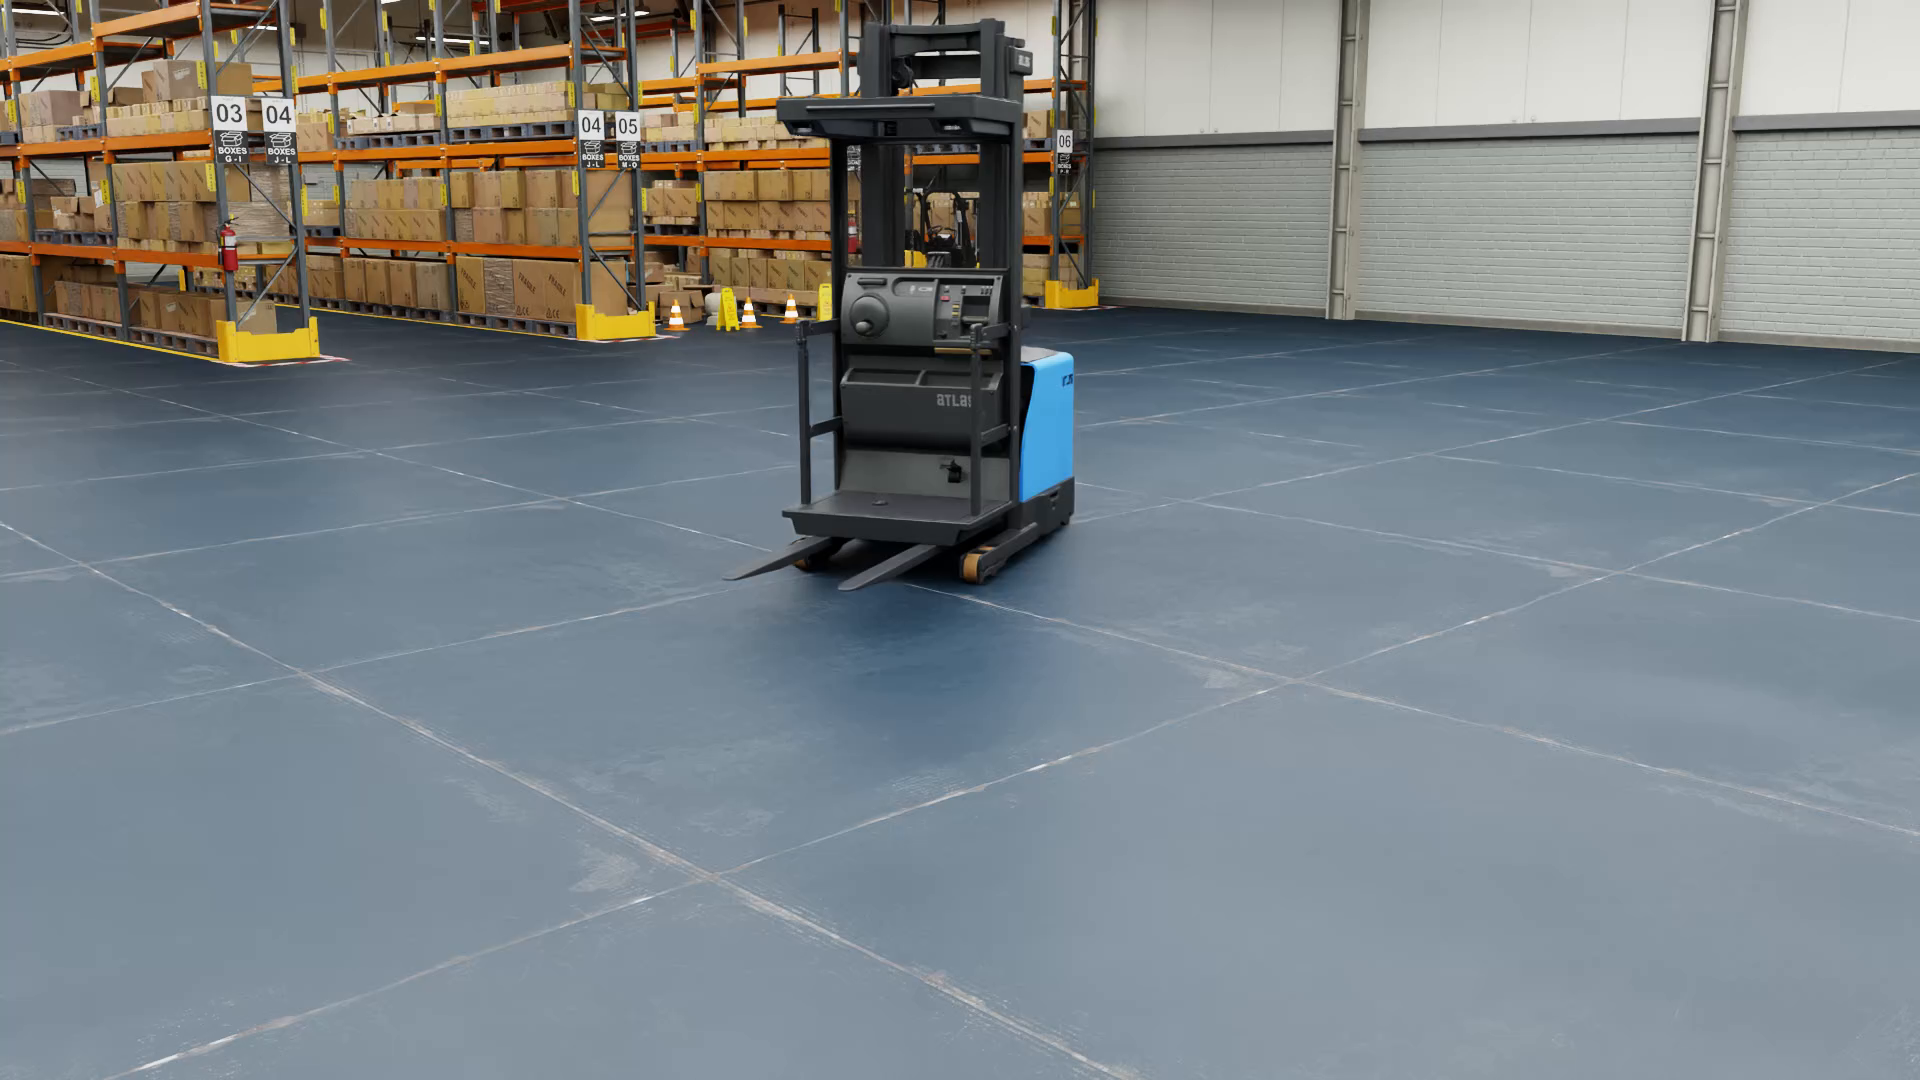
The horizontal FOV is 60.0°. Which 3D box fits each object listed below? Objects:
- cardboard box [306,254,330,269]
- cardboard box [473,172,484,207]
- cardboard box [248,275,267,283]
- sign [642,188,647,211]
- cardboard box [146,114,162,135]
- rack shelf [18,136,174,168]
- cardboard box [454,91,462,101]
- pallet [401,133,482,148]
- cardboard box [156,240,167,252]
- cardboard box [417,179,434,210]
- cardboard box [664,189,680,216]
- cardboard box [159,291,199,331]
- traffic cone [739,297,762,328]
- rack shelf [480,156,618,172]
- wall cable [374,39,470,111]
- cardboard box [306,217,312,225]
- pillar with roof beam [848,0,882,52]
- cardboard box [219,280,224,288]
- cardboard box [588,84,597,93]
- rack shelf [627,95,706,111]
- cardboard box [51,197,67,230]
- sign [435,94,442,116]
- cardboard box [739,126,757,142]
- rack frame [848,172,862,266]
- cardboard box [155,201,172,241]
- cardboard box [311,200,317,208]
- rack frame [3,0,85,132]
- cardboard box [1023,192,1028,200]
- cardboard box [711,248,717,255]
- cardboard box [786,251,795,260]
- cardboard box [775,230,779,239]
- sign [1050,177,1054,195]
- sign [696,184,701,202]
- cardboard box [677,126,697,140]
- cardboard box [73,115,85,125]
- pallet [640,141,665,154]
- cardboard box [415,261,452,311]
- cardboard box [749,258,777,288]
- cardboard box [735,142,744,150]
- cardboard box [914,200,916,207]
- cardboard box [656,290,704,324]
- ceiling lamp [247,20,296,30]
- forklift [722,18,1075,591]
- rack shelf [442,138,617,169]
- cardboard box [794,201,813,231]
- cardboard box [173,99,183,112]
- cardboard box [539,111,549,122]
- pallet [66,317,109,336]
[{"bbox_3d":[-11.909,-5.159,30.816,0.500,0.250,0.500,-10,16,-41],"label":"cardboard box"},{"bbox_3d":[-7.094,-5.495,26.101,0.875,0.550,0.550,-11,16,-43],"label":"cardboard box"},{"bbox_3d":[-13.760,-5.139,32.711,0.380,0.149,0.250,-10,16,-41],"label":"cardboard box"},{"bbox_3d":[-4.620,-4.971,24.263,0.100,0.325,0.005,-11,16,-43],"label":"sign"},{"bbox_3d":[-10.245,-5.407,21.659,0.500,0.250,0.500,-11,16,-44],"label":"cardboard box"},{"bbox_3d":[-12.826,-5.747,24.724,1.077,0.370,4.000,-11,16,-43],"label":"rack shelf"},{"bbox_3d":[-7.605,-6.869,25.742,0.380,0.149,0.250,-11,16,-43],"label":"cardboard box"},{"bbox_3d":[-8.457,-6.518,27.153,1.217,0.209,0.805,11,16,43],"label":"pallet"},{"bbox_3d":[-10.469,-3.925,22.153,0.380,0.149,0.250,-11,16,-43],"label":"cardboard box"},{"bbox_3d":[-8.492,-5.700,27.420,0.700,0.500,0.500,-11,16,-43],"label":"cardboard box"},{"bbox_3d":[-5.106,-6.228,30.680,0.500,0.500,0.500,-11,16,-42],"label":"cardboard box"},{"bbox_3d":[-10.797,-3.174,23.036,0.500,0.500,0.500,-5,13,-25],"label":"cardboard box"},{"bbox_3d":[-3.313,-3.572,26.103,0.336,0.463,0.334,-11,16,-43],"label":"traffic cone"},{"bbox_3d":[-8.421,-7.712,34.260,1.077,0.370,4.000,-11,16,-43],"label":"rack shelf"},{"bbox_3d":[-14.110,-11.706,44.335,2.988,3.039,0.133,-11,16,-43],"label":"wall cable"},{"bbox_3d":[-11.572,-5.764,30.035,0.380,0.149,0.250,-11,16,-42],"label":"cardboard box"},{"bbox_3d":[-5.014,-9.269,32.603,9.100,9.000,0.548,-11,16,-43],"label":"pillar with roof beam"},{"bbox_3d":[-14.867,-5.231,33.892,0.380,0.149,0.250,-11,16,-43],"label":"cardboard box"},{"bbox_3d":[-5.198,-6.553,24.207,0.380,0.149,0.250,-11,16,-42],"label":"cardboard box"},{"bbox_3d":[-7.596,-10.456,40.151,1.077,0.370,4.000,-11,16,-43],"label":"rack shelf"},{"bbox_3d":[-13.806,-5.104,25.963,0.500,0.500,0.500,9,15,38],"label":"cardboard box"},{"bbox_3d":[-8.174,-6.815,26.060,0.100,0.325,0.005,-11,16,-43],"label":"sign"},{"bbox_3d":[-3.472,-7.010,28.703,0.500,0.250,0.500,-11,16,-42],"label":"cardboard box"},{"bbox_3d":[-1.515,-5.136,27.407,1.000,3.000,0.127,-11,16,-43],"label":"rack frame"},{"bbox_3d":[-10.126,-4.244,22.090,0.875,0.500,0.500,-11,16,-43],"label":"cardboard box"},{"bbox_3d":[-11.392,-6.018,29.794,0.380,0.149,0.250,-11,16,-43],"label":"cardboard box"},{"bbox_3d":[-14.208,-7.861,25.765,1.000,3.000,0.127,-11,16,-43],"label":"rack frame"},{"bbox_3d":[1.279,-6.430,31.093,0.380,0.149,0.250,-10,16,-41],"label":"cardboard box"},{"bbox_3d":[-5.528,-6.686,38.475,0.380,0.149,0.250,-11,16,-44],"label":"cardboard box"},{"bbox_3d":[-2.731,-4.842,28.287,0.380,0.149,0.250,-11,16,-42],"label":"cardboard box"},{"bbox_3d":[-2.970,-5.263,28.648,0.380,0.149,0.250,-11,16,-43],"label":"cardboard box"},{"bbox_3d":[1.670,-6.438,30.269,0.100,0.325,0.005,-11,16,-43],"label":"sign"},{"bbox_3d":[-4.677,-6.209,29.745,0.100,0.325,0.005,-11,16,-43],"label":"sign"},{"bbox_3d":[-4.786,-7.386,30.226,0.500,0.250,0.500,-11,16,-44],"label":"cardboard box"},{"bbox_3d":[-12.812,-6.159,24.476,0.250,0.166,0.380,11,16,44],"label":"cardboard box"},{"bbox_3d":[-5.345,-7.353,31.198,1.213,0.211,1.003,-11,16,-43],"label":"pallet"},{"bbox_3d":[-8.282,-4.197,27.384,1.050,0.750,0.750,-11,16,-43],"label":"cardboard box"},{"bbox_3d":[-3.331,-4.670,29.059,0.500,0.500,0.500,-10,15,-40],"label":"cardboard box"},{"bbox_3d":[-3.704,-6.877,29.048,0.380,0.149,0.250,-10,15,-41],"label":"cardboard box"},{"bbox_3d":[-1.087,-6.798,33.616,0.380,0.149,0.250,-10,15,-41],"label":"cardboard box"},{"bbox_3d":[-4.559,-3.817,27.190,0.637,0.503,0.797,1,12,6],"label":"cardboard box"},{"bbox_3d":[-16.172,-13.322,37.808,2.000,3.185,0.800,-11,16,-43],"label":"ceiling lamp"},{"bbox_3d":[-0.286,-1.296,8.936,1.130,2.935,3.031,4,12,20],"label":"forklift"},{"bbox_3d":[-6.407,-5.840,25.174,1.077,0.370,4.000,-11,16,-43],"label":"rack shelf"},{"bbox_3d":[-2.432,-5.445,27.923,0.500,0.500,0.500,-11,16,-42],"label":"cardboard box"},{"bbox_3d":[-9.654,-5.455,20.907,0.380,0.149,0.250,-11,16,-42],"label":"cardboard box"},{"bbox_3d":[-5.852,-6.108,24.024,0.380,0.149,0.250,-11,16,-42],"label":"cardboard box"},{"bbox_3d":[-12.831,-3.265,25.234,1.003,0.211,1.213,-11,16,-43],"label":"pallet"}]
